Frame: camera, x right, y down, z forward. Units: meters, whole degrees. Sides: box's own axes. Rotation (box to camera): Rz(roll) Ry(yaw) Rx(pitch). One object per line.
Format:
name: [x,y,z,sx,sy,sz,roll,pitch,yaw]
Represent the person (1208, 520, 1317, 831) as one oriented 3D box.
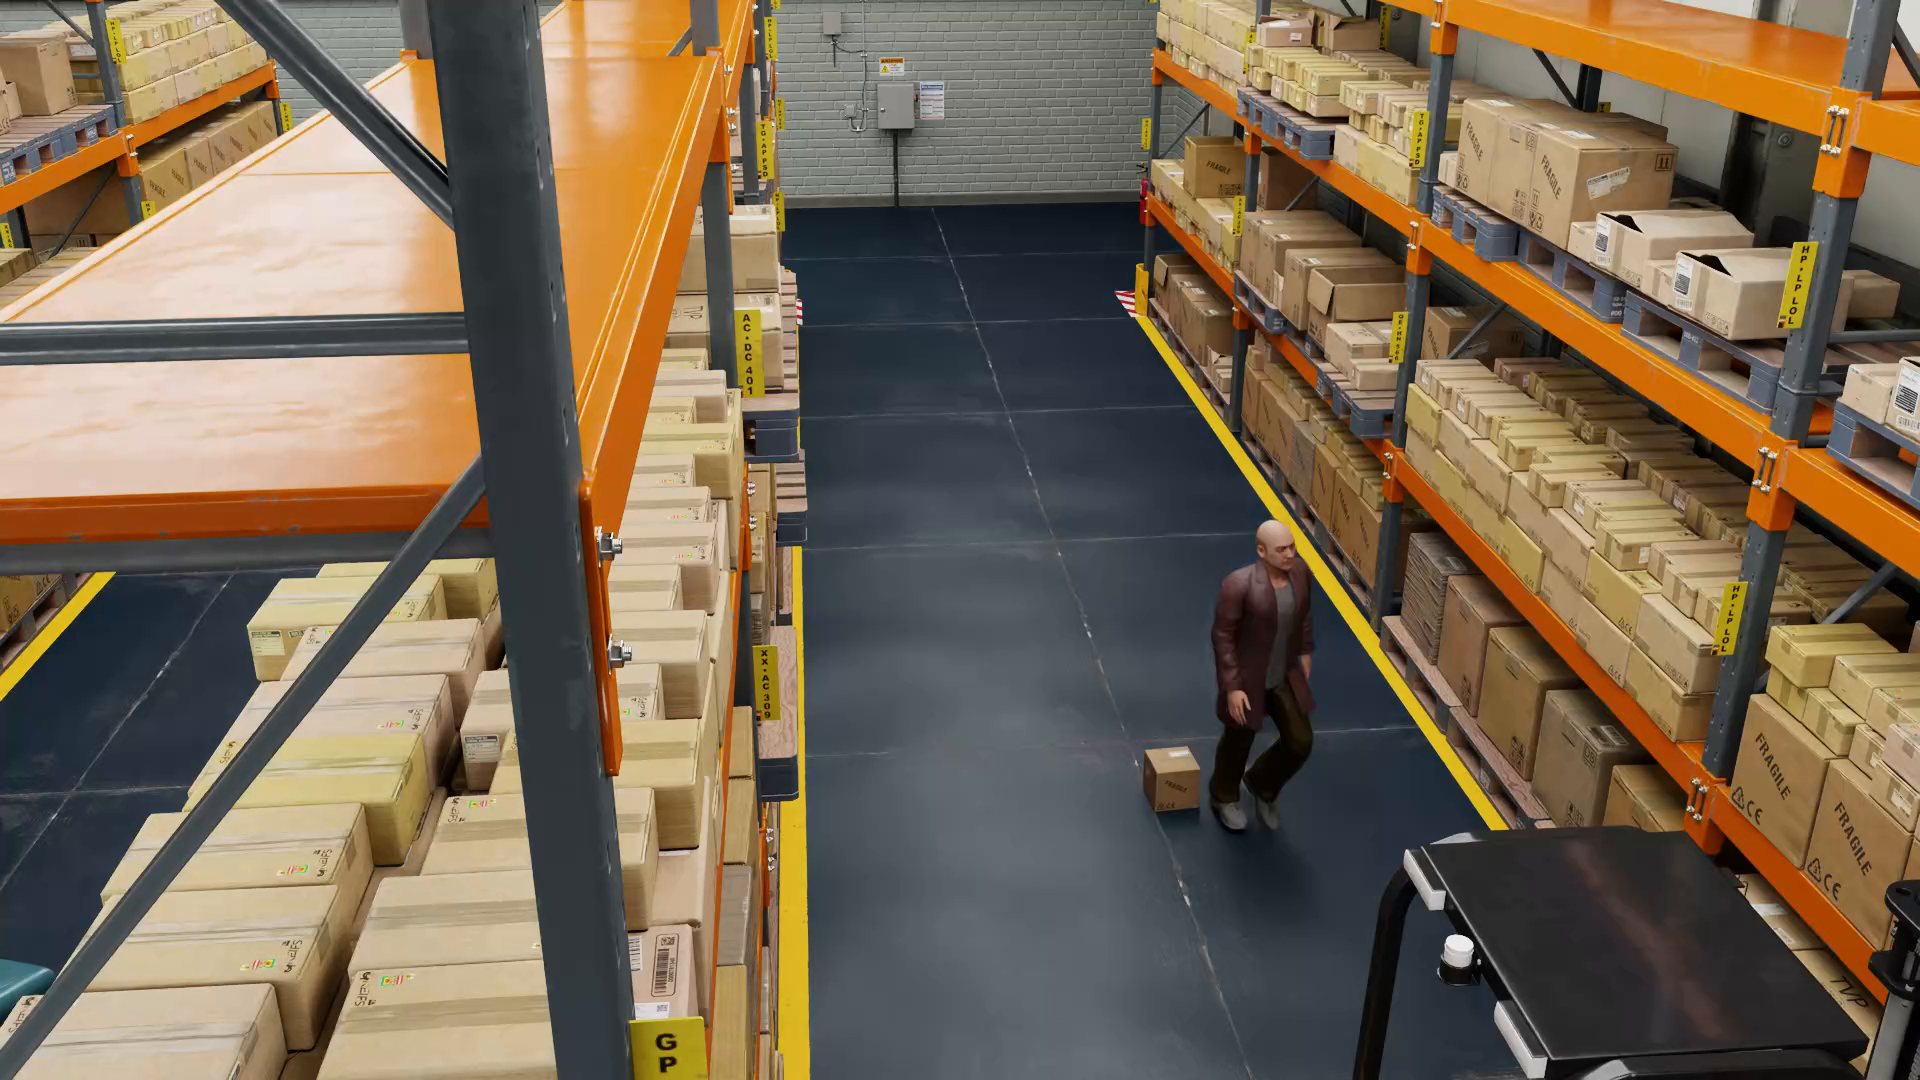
person: [1.597,0.725,8.682,0.695,1.814,0.543,-10,25,-21]
